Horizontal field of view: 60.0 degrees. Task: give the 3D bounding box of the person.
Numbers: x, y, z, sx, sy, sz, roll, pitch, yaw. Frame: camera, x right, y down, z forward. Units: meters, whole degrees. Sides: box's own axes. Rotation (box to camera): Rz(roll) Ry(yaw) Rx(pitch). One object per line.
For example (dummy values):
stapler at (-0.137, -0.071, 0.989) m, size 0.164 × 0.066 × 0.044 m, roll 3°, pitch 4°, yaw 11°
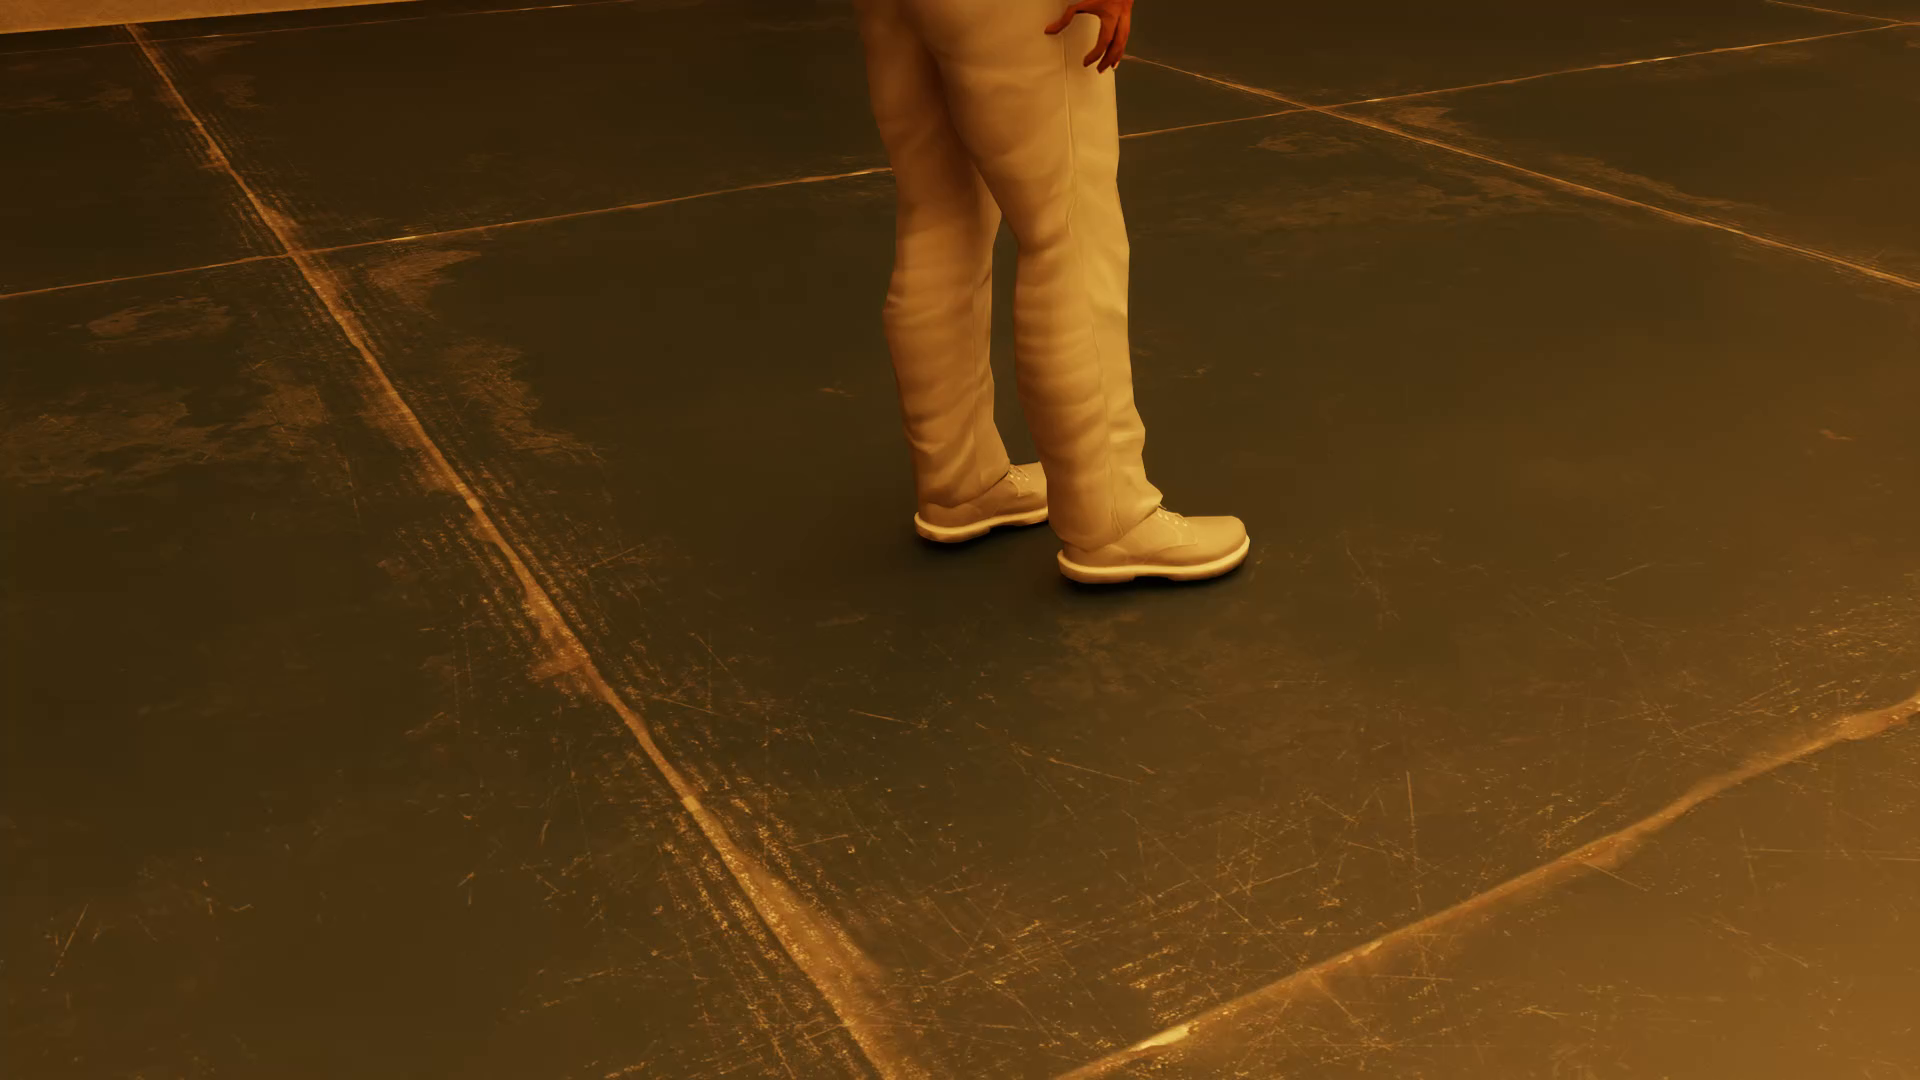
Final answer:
person at (0.075, -0.766, 2.134) m, size 0.528 × 1.684 × 0.569 m, roll -15°, pitch 30°, yaw -26°
